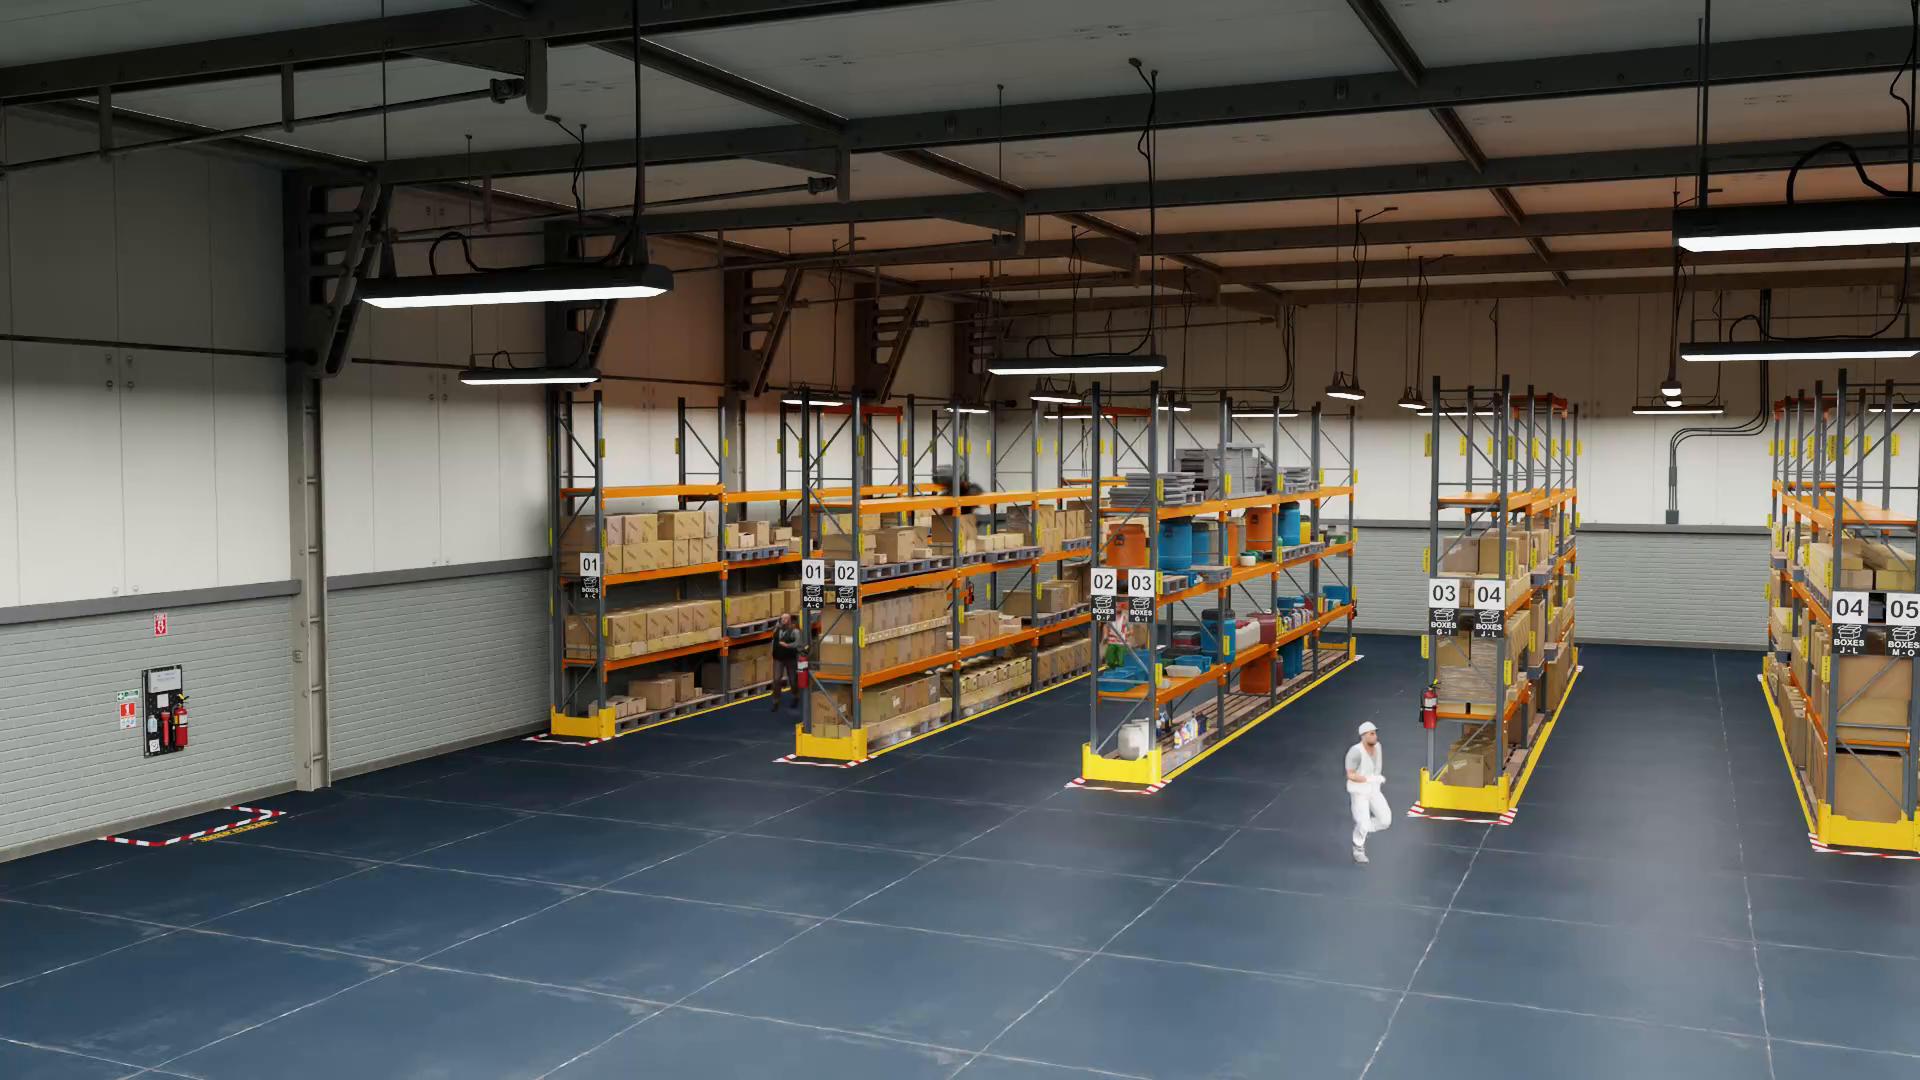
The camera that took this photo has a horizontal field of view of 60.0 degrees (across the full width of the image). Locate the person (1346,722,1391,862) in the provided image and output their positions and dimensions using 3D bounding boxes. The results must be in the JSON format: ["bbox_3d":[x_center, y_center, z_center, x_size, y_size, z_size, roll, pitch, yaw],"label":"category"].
[{"bbox_3d":[4.909,3.030,19.882,0.707,1.728,0.657,-2,4,-29],"label":"person"}]

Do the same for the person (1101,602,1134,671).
[{"bbox_3d":[3.089,2.054,32.742,0.659,1.739,0.599,1,3,19],"label":"person"}]

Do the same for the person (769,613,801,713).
[{"bbox_3d":[-3.171,2.197,30.077,0.645,1.743,0.863,1,3,14],"label":"person"}]
